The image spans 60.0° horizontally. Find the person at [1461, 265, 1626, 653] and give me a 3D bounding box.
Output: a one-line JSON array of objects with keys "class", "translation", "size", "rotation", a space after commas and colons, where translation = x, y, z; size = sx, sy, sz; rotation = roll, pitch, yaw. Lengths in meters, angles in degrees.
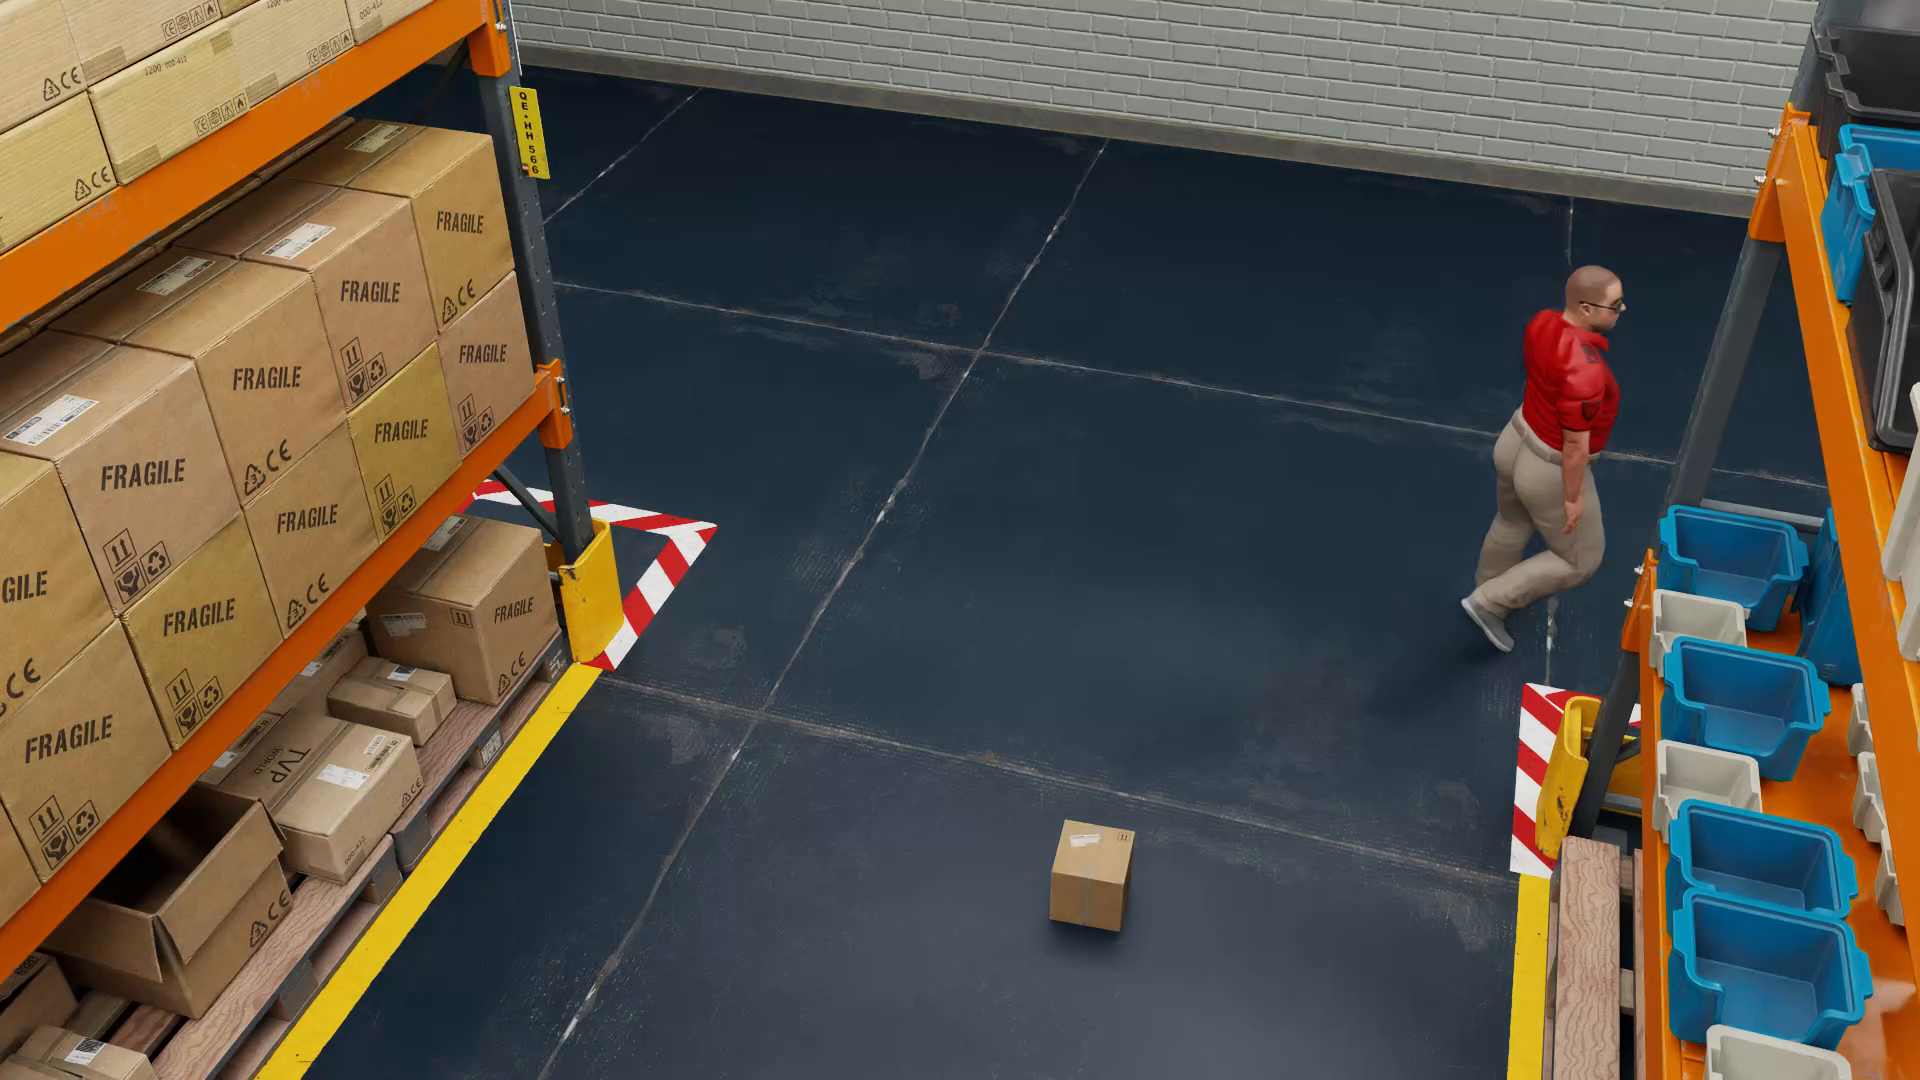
[{"class": "person", "translation": [2.294, -0.298, 6.529], "size": [0.490, 1.731, 0.590], "rotation": [-8, 38, -10]}]
